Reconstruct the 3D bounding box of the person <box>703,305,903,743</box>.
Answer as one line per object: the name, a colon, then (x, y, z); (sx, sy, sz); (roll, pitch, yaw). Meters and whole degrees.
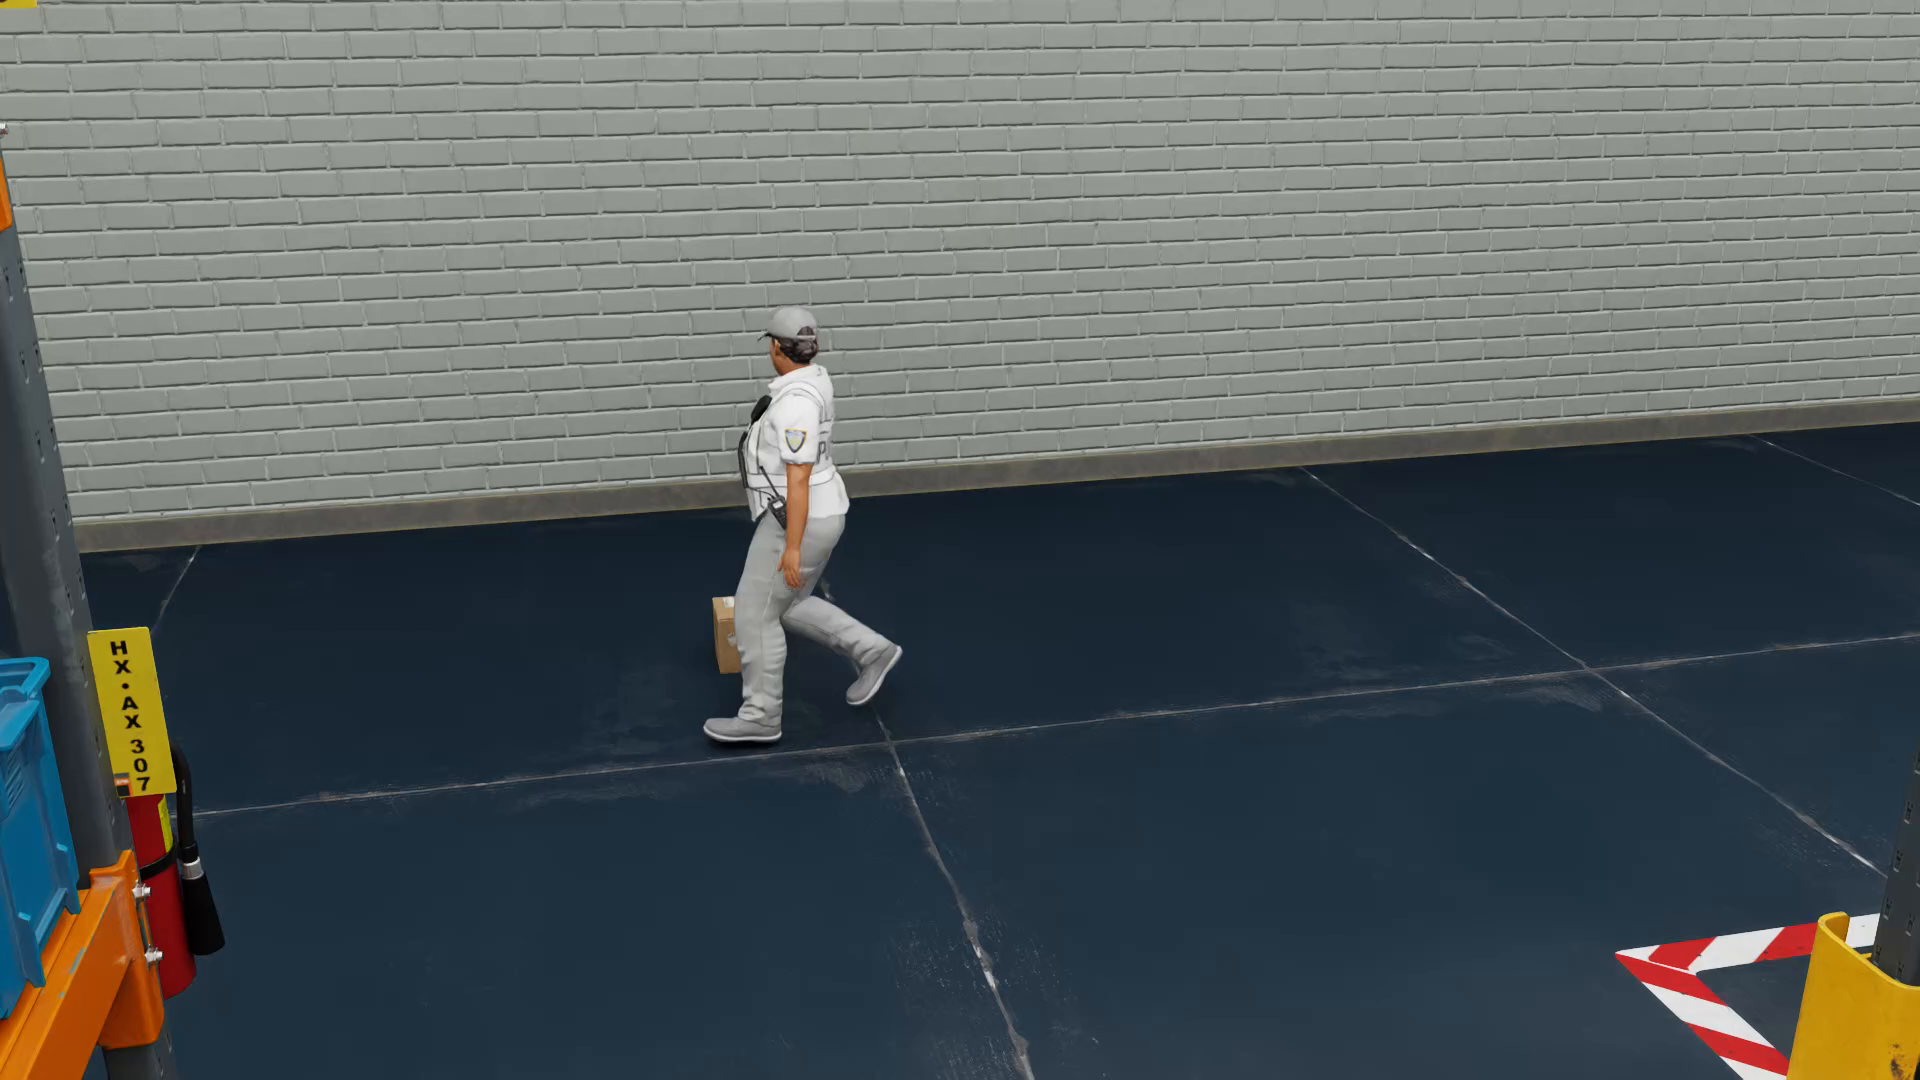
person: (-0.602, -0.072, 6.264); (0.758, 1.604, 0.576); (0, 20, 0)
